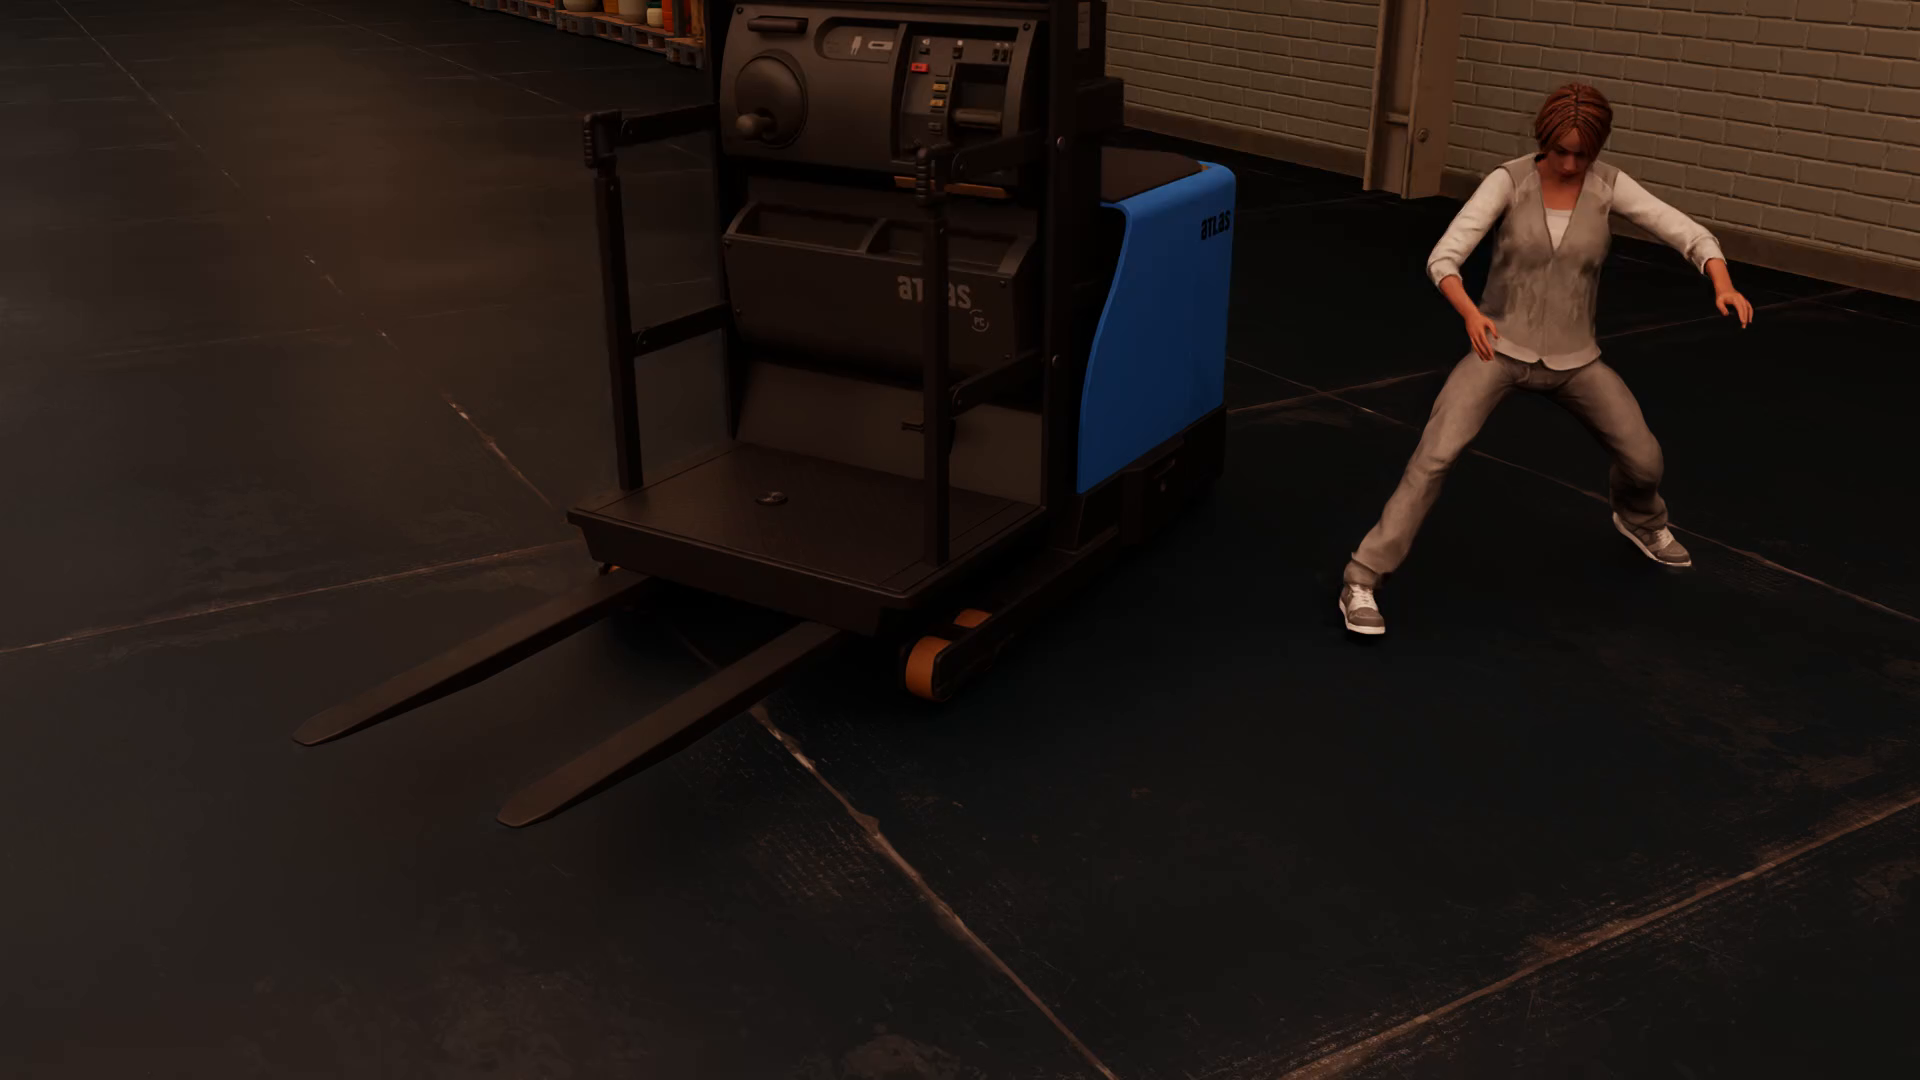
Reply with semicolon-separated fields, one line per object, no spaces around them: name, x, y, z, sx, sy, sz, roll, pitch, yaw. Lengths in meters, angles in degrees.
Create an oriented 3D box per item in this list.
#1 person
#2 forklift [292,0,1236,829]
person;1.614;-0.483;4.501;1.073;1.410;0.867;3;22;7
forklift;-0.336;-1.151;4.079;1.130;2.935;3.031;13;26;29
